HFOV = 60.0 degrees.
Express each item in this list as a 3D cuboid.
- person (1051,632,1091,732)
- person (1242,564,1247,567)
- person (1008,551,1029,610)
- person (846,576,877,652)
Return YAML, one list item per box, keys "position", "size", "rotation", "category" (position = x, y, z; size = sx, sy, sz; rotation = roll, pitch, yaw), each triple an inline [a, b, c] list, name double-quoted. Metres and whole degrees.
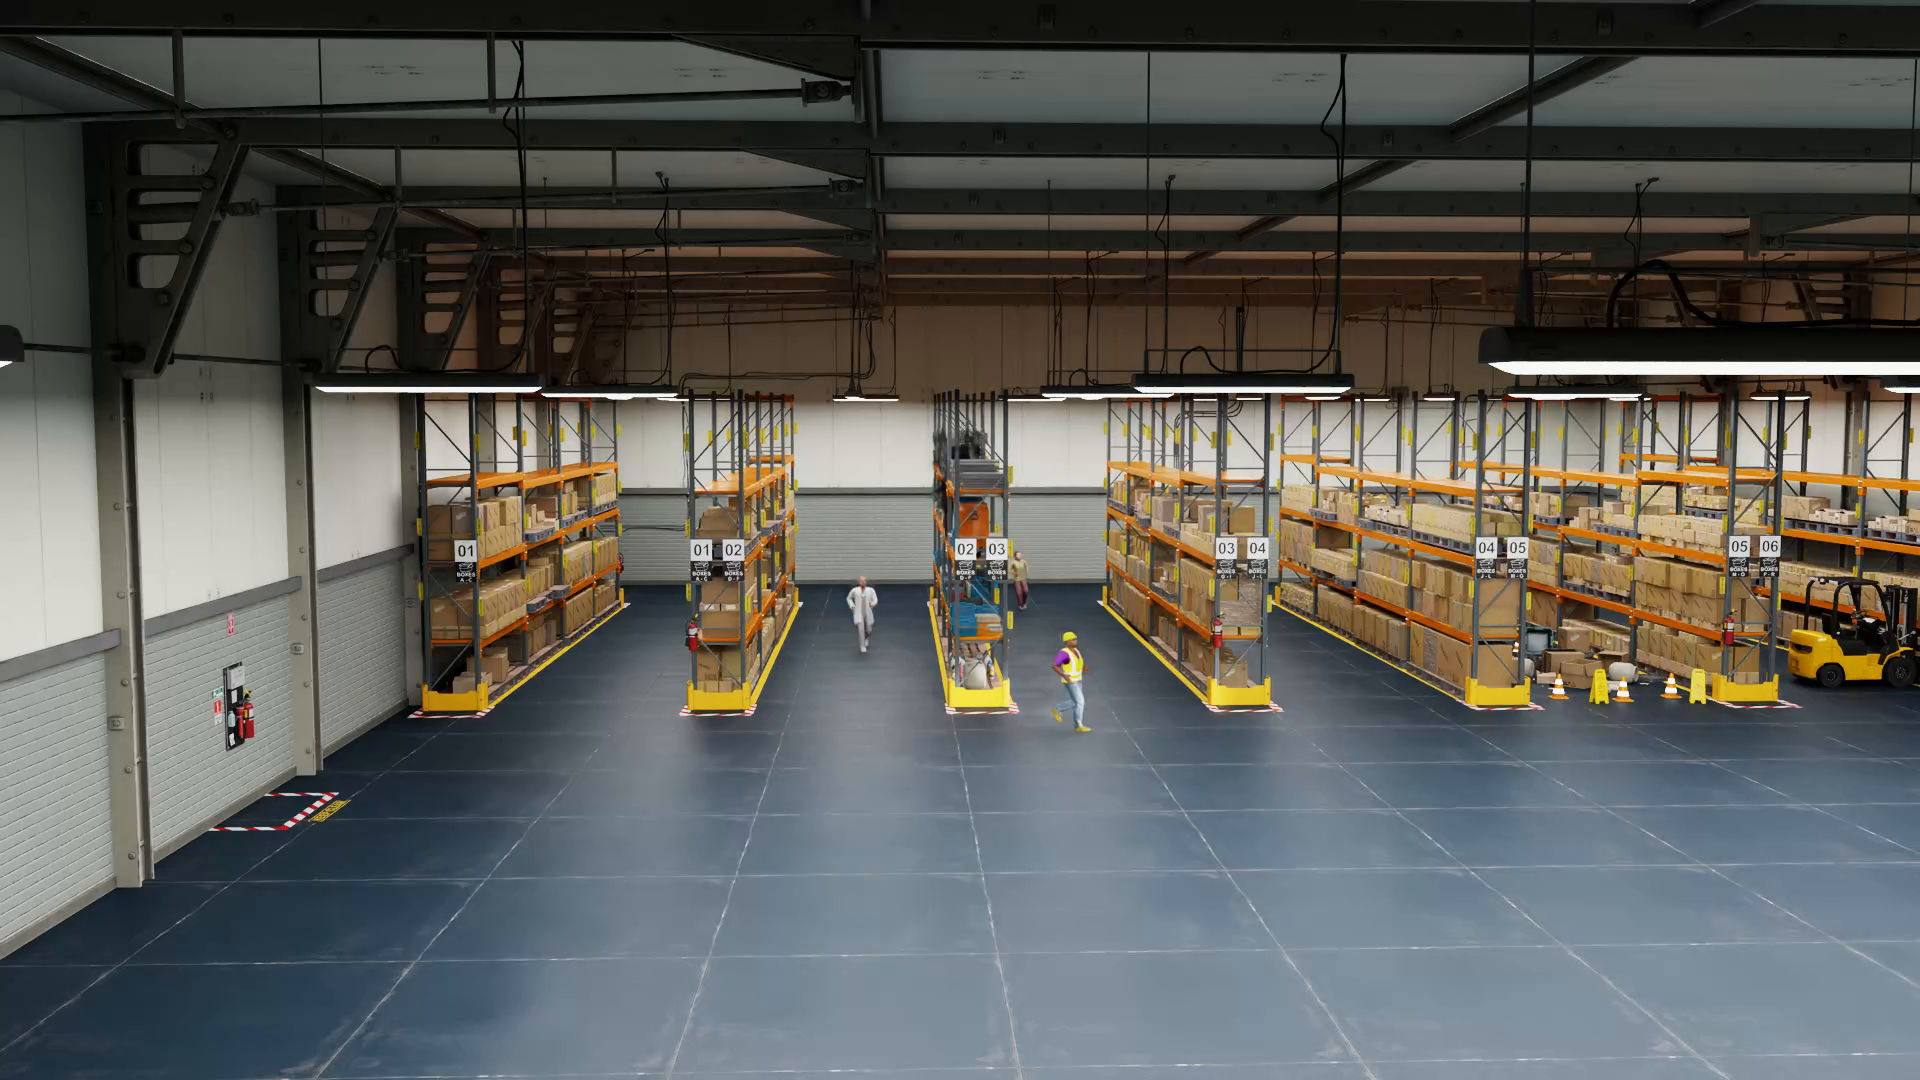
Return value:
- position: [1.938, 2.480, 29.165]
  size: [0.828, 1.738, 0.714]
  rotation: [3, 5, 30]
  category: "person"
- position: [7.930, 1.137, 45.542]
  size: [0.693, 1.737, 0.698]
  rotation: [1, 5, 11]
  category: "person"
- position: [1.643, 1.133, 46.207]
  size: [0.607, 1.657, 0.591]
  rotation: [-1, 5, -14]
  category: "person"
- position: [-2.264, 1.710, 38.573]
  size: [0.715, 1.735, 0.826]
  rotation: [-1, 5, -11]
  category: "person"
